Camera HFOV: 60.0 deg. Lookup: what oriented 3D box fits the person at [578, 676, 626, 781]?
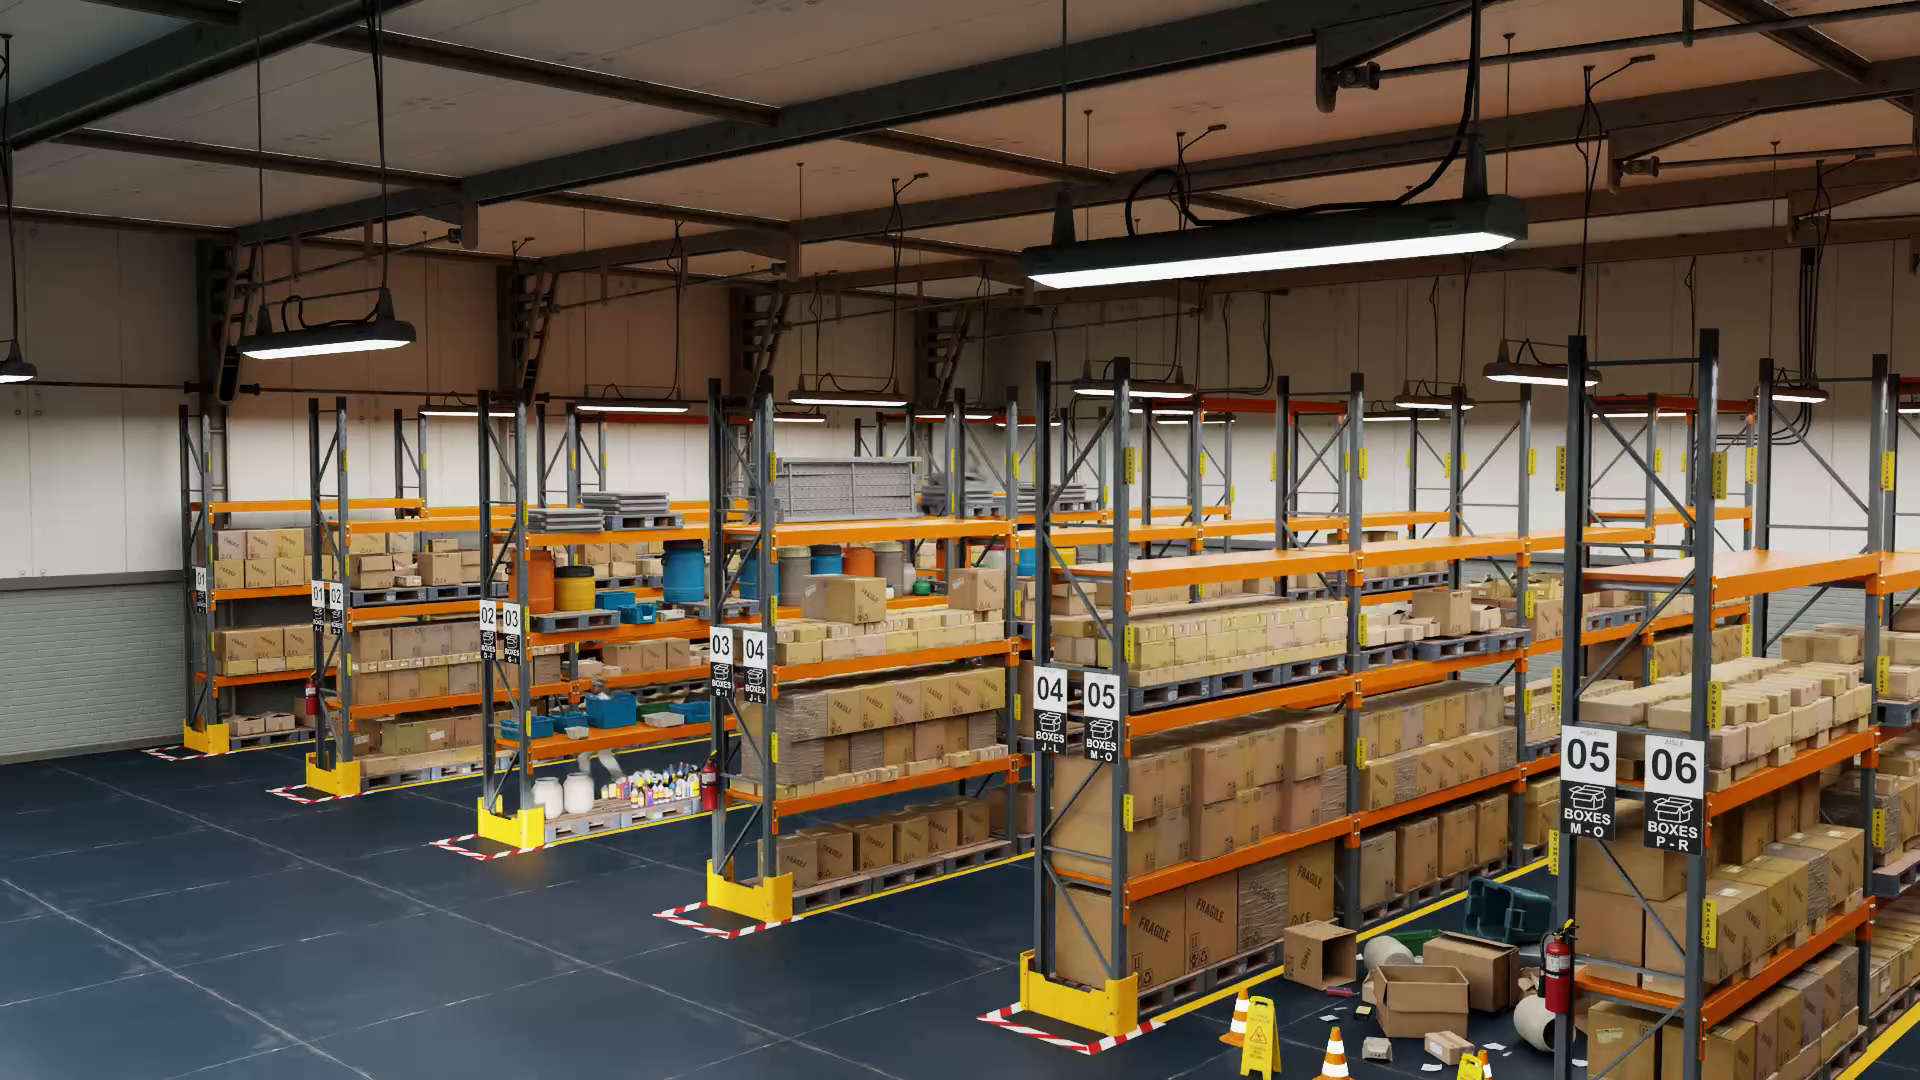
[{"bbox_3d":[-5.441,2.961,25.123,0.648,1.840,0.851,3,4,42],"label":"person"}]
